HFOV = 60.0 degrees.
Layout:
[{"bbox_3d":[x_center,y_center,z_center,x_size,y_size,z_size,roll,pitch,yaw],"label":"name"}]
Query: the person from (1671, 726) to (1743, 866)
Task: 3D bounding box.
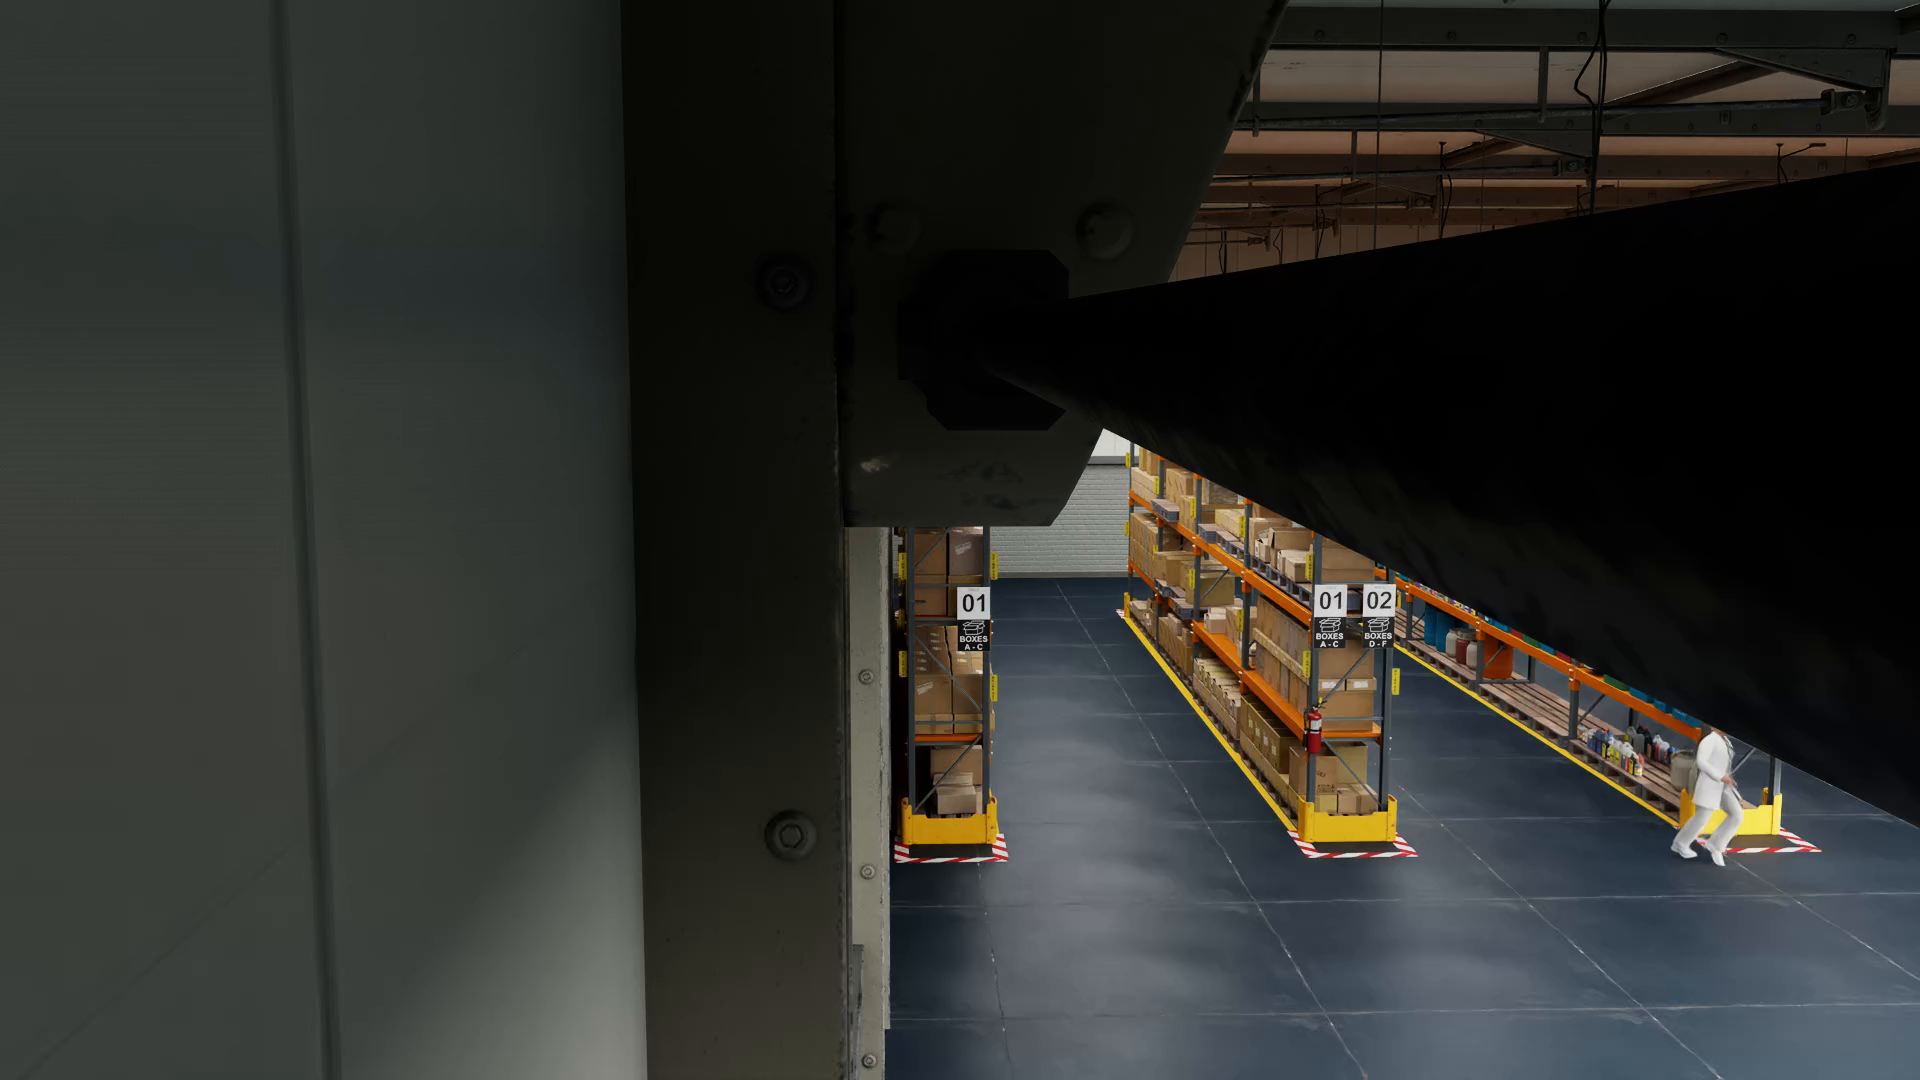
[{"bbox_3d":[8.970,2.959,19.801,0.771,1.803,0.716,-6,9,-38],"label":"person"}]
